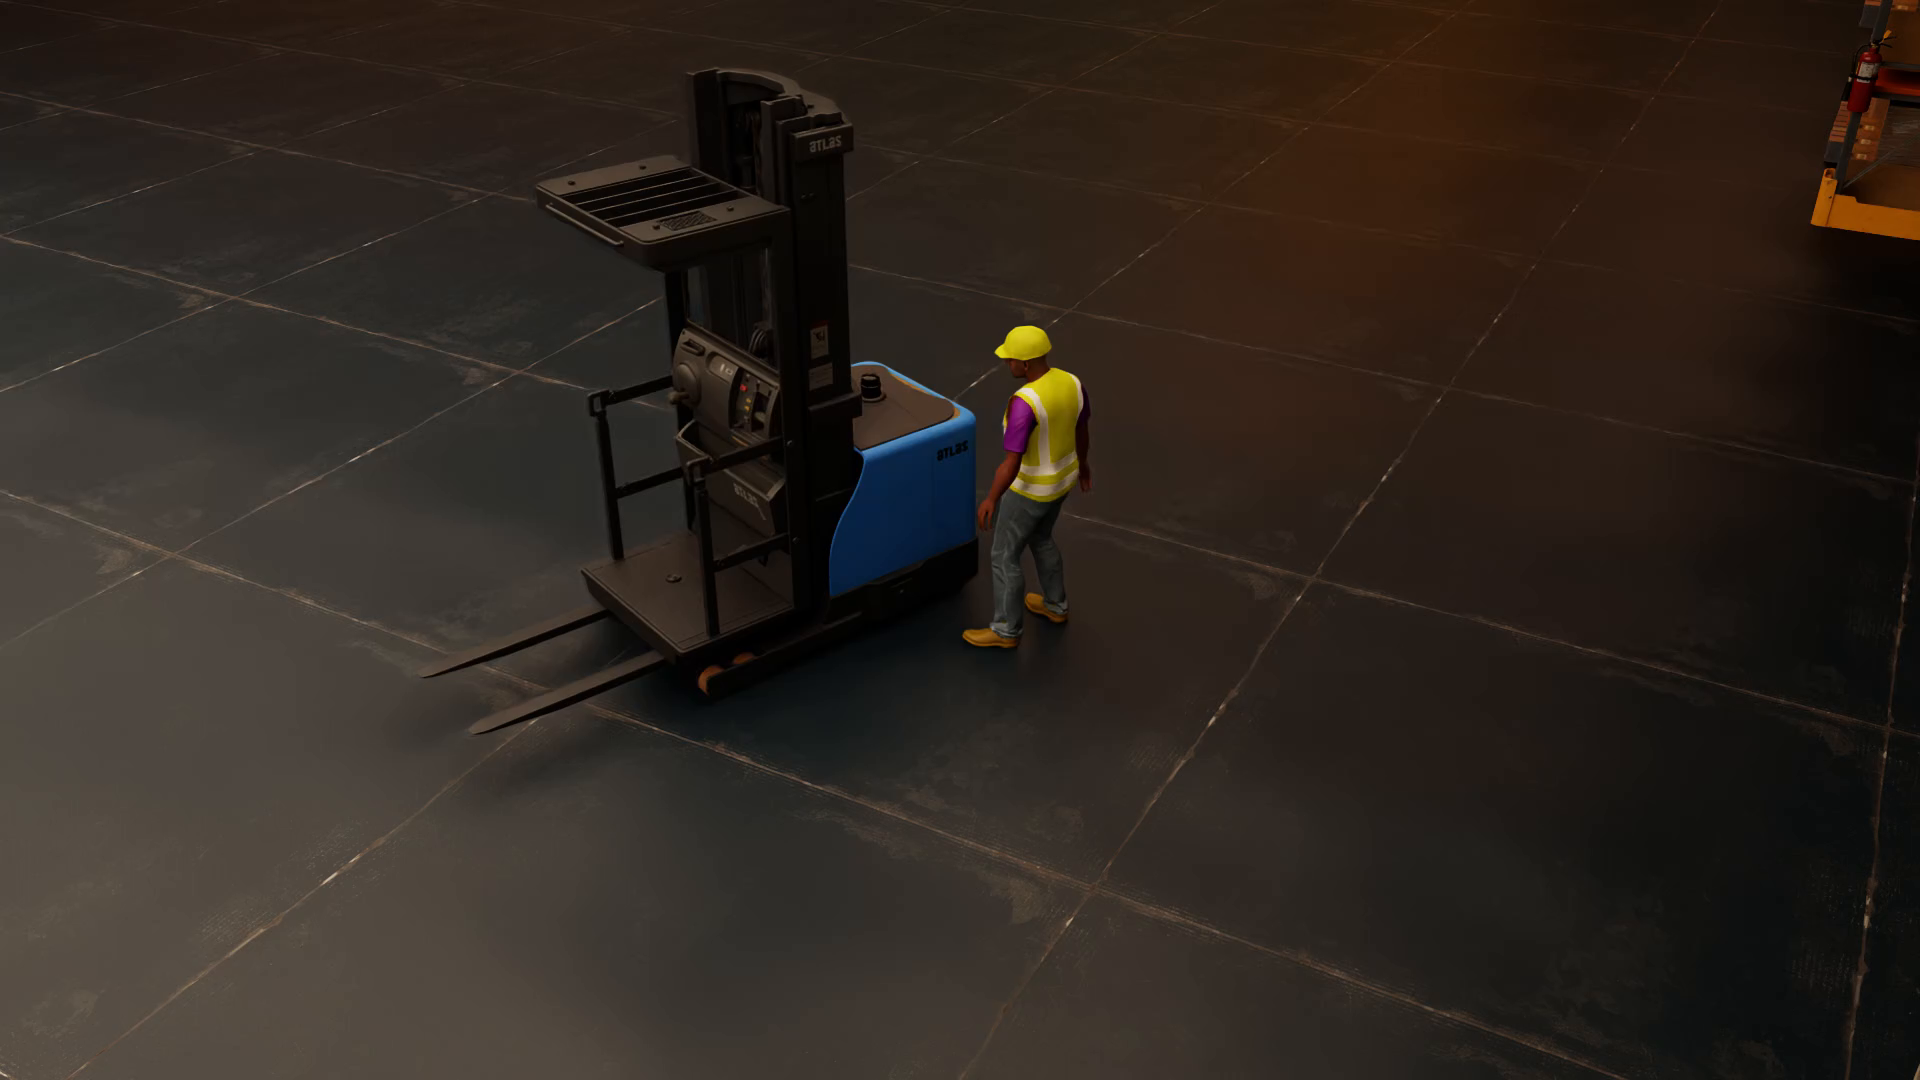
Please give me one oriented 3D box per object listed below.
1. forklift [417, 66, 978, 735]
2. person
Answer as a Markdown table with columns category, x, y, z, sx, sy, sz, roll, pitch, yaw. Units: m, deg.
| category | x | y | z | sx | sy | sz | roll | pitch | yaw |
| --- | --- | --- | --- | --- | --- | --- | --- | --- | --- |
| forklift | -1.359 | -0.752 | 8.374 | 3.031 | 2.935 | 1.130 | -22 | 37 | -33 |
| person | 0.379 | -0.315 | 8.811 | 0.423 | 1.739 | 0.829 | 19 | 35 | 30 |
